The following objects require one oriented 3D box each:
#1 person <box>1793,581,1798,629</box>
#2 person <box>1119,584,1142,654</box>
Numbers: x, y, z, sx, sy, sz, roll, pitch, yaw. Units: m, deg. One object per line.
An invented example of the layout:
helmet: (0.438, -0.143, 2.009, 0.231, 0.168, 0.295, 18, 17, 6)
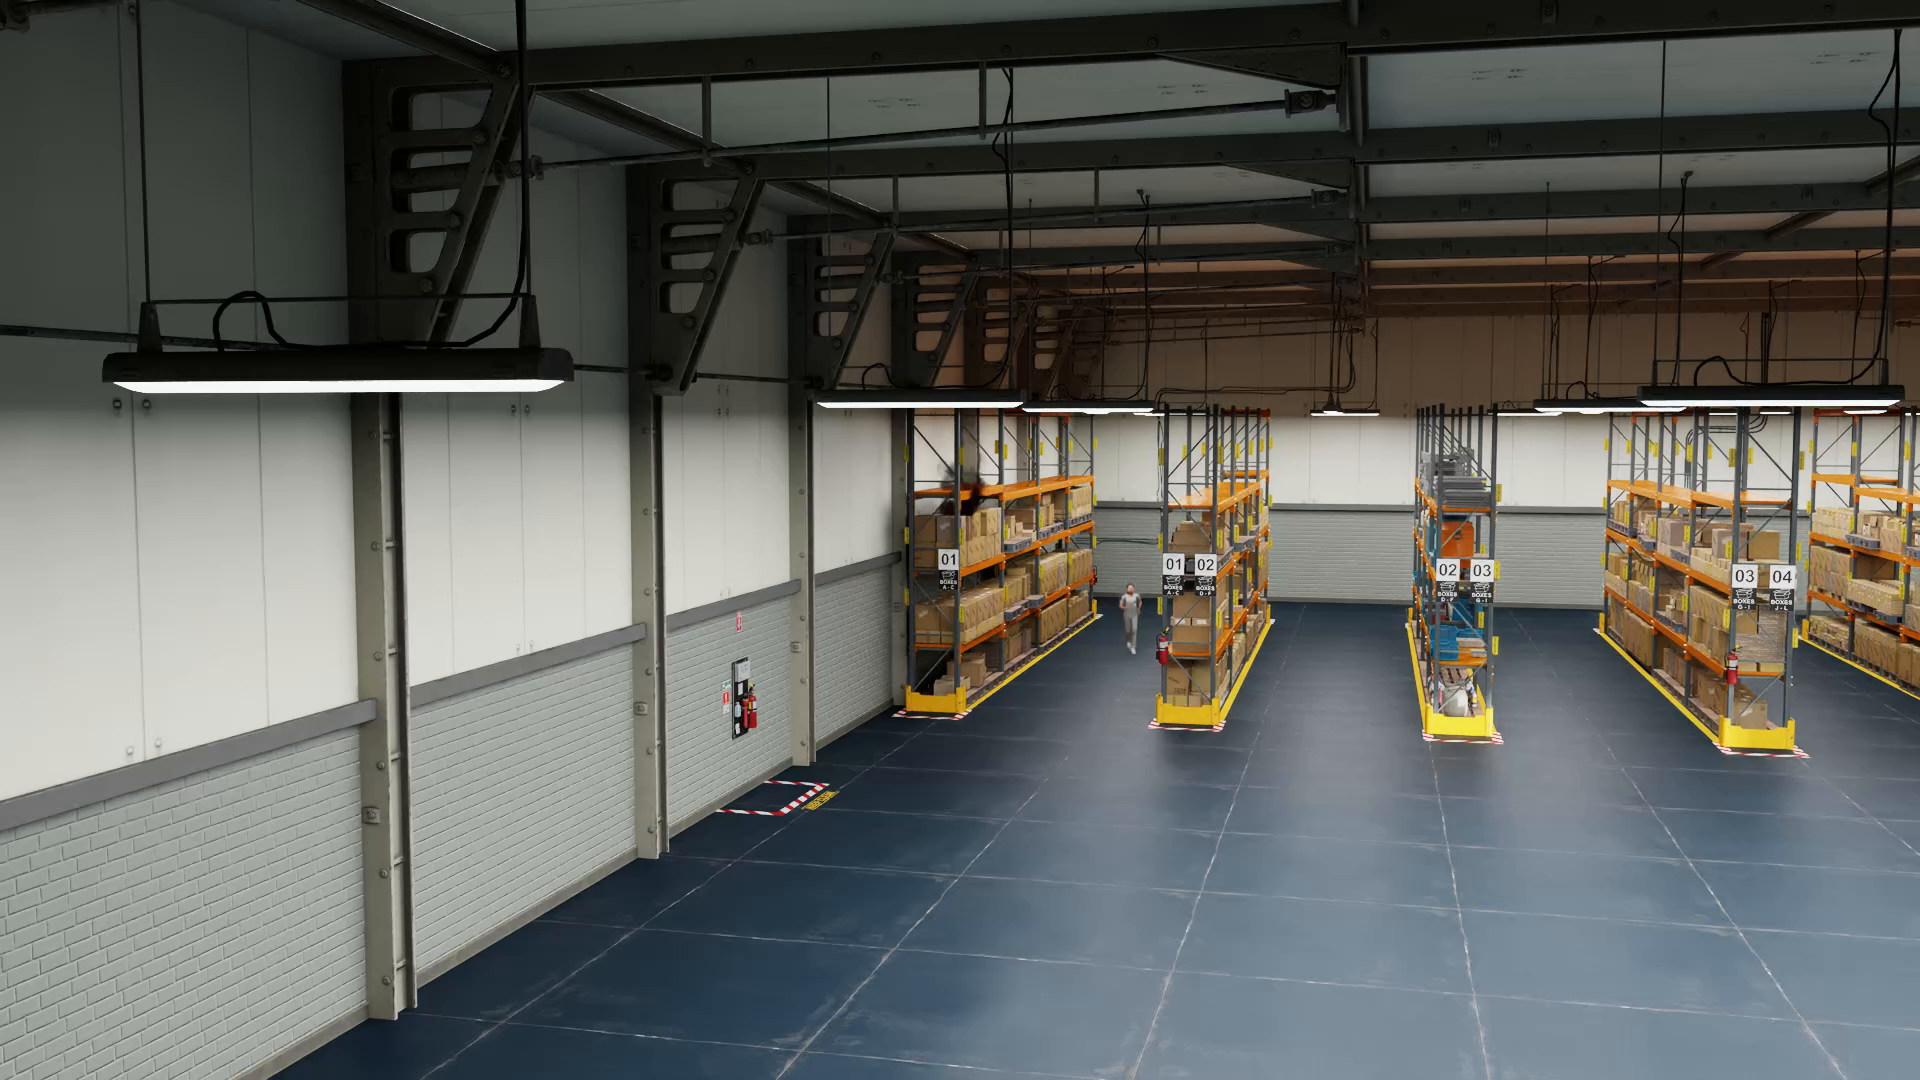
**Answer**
person: (21.986, 1.624, 44.212, 0.826, 1.804, 0.687, -1, 4, -8)
person: (4.187, 1.905, 40.831, 0.566, 1.684, 0.956, 0, 4, 3)
